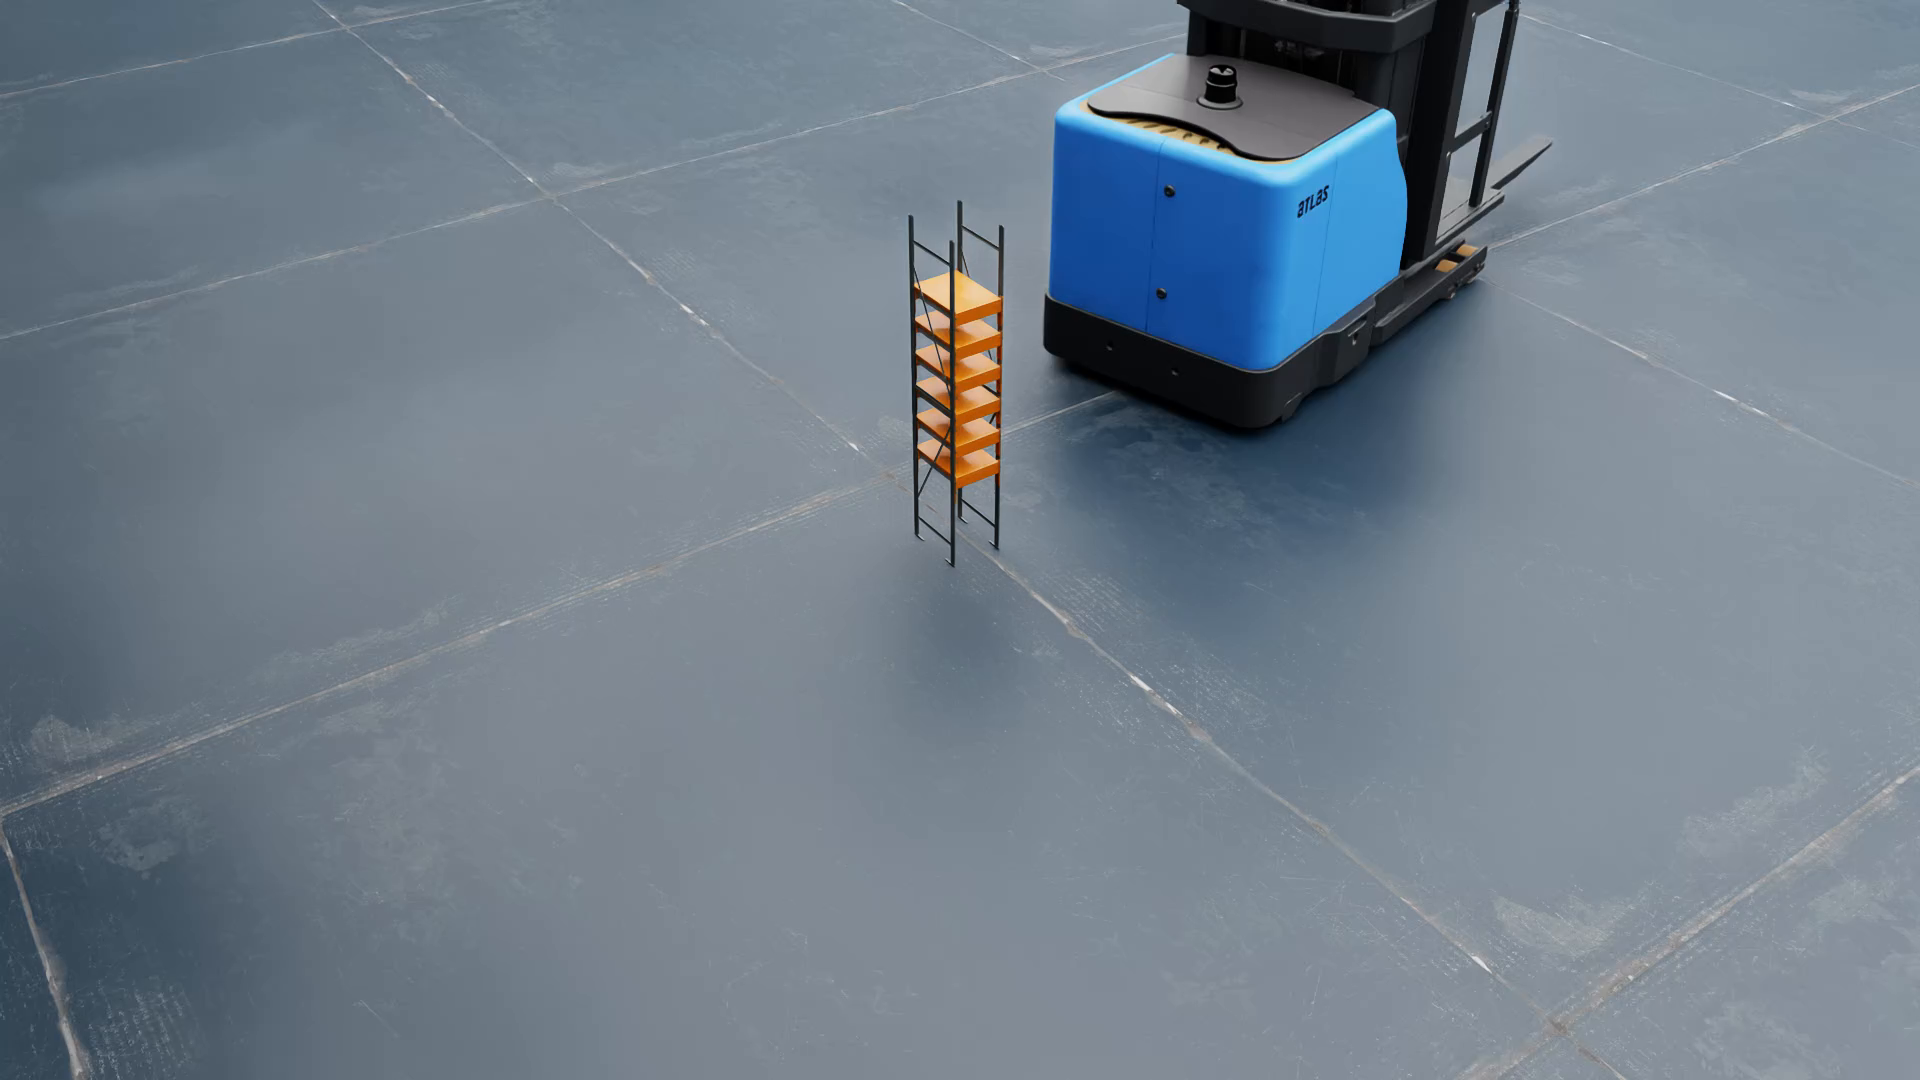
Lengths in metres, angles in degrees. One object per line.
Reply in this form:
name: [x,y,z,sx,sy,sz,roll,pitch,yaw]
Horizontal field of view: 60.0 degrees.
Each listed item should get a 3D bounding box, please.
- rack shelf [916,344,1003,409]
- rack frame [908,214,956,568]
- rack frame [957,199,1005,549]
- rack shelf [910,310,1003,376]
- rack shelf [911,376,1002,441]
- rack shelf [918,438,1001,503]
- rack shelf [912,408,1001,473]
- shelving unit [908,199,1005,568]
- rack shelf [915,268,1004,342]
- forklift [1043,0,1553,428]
rack shelf: [-0.012,-0.544,5.349,0.180,0.103,0.258,-22,41,-28]
rack frame: [-0.087,-0.451,5.350,0.006,1.200,0.240,-22,41,-28]
rack frame: [0.063,-0.513,5.436,0.006,1.200,0.240,-22,41,-28]
rack shelf: [-0.012,-0.641,5.279,0.180,0.103,0.258,-22,41,-28]
rack shelf: [-0.012,-0.446,5.419,0.180,0.103,0.258,-22,41,-28]
rack shelf: [-0.012,-0.251,5.559,0.180,0.103,0.258,-22,41,-28]
rack shelf: [-0.012,-0.349,5.489,0.180,0.103,0.258,-22,41,-28]
shelving unit: [-0.012,-0.482,5.393,0.189,1.200,0.258,-22,41,-28]
rack shelf: [-0.012,-0.738,5.209,0.180,0.103,0.258,-22,41,-28]
forklift: [1.660,-2.400,6.577,1.130,2.935,3.031,26,43,31]
